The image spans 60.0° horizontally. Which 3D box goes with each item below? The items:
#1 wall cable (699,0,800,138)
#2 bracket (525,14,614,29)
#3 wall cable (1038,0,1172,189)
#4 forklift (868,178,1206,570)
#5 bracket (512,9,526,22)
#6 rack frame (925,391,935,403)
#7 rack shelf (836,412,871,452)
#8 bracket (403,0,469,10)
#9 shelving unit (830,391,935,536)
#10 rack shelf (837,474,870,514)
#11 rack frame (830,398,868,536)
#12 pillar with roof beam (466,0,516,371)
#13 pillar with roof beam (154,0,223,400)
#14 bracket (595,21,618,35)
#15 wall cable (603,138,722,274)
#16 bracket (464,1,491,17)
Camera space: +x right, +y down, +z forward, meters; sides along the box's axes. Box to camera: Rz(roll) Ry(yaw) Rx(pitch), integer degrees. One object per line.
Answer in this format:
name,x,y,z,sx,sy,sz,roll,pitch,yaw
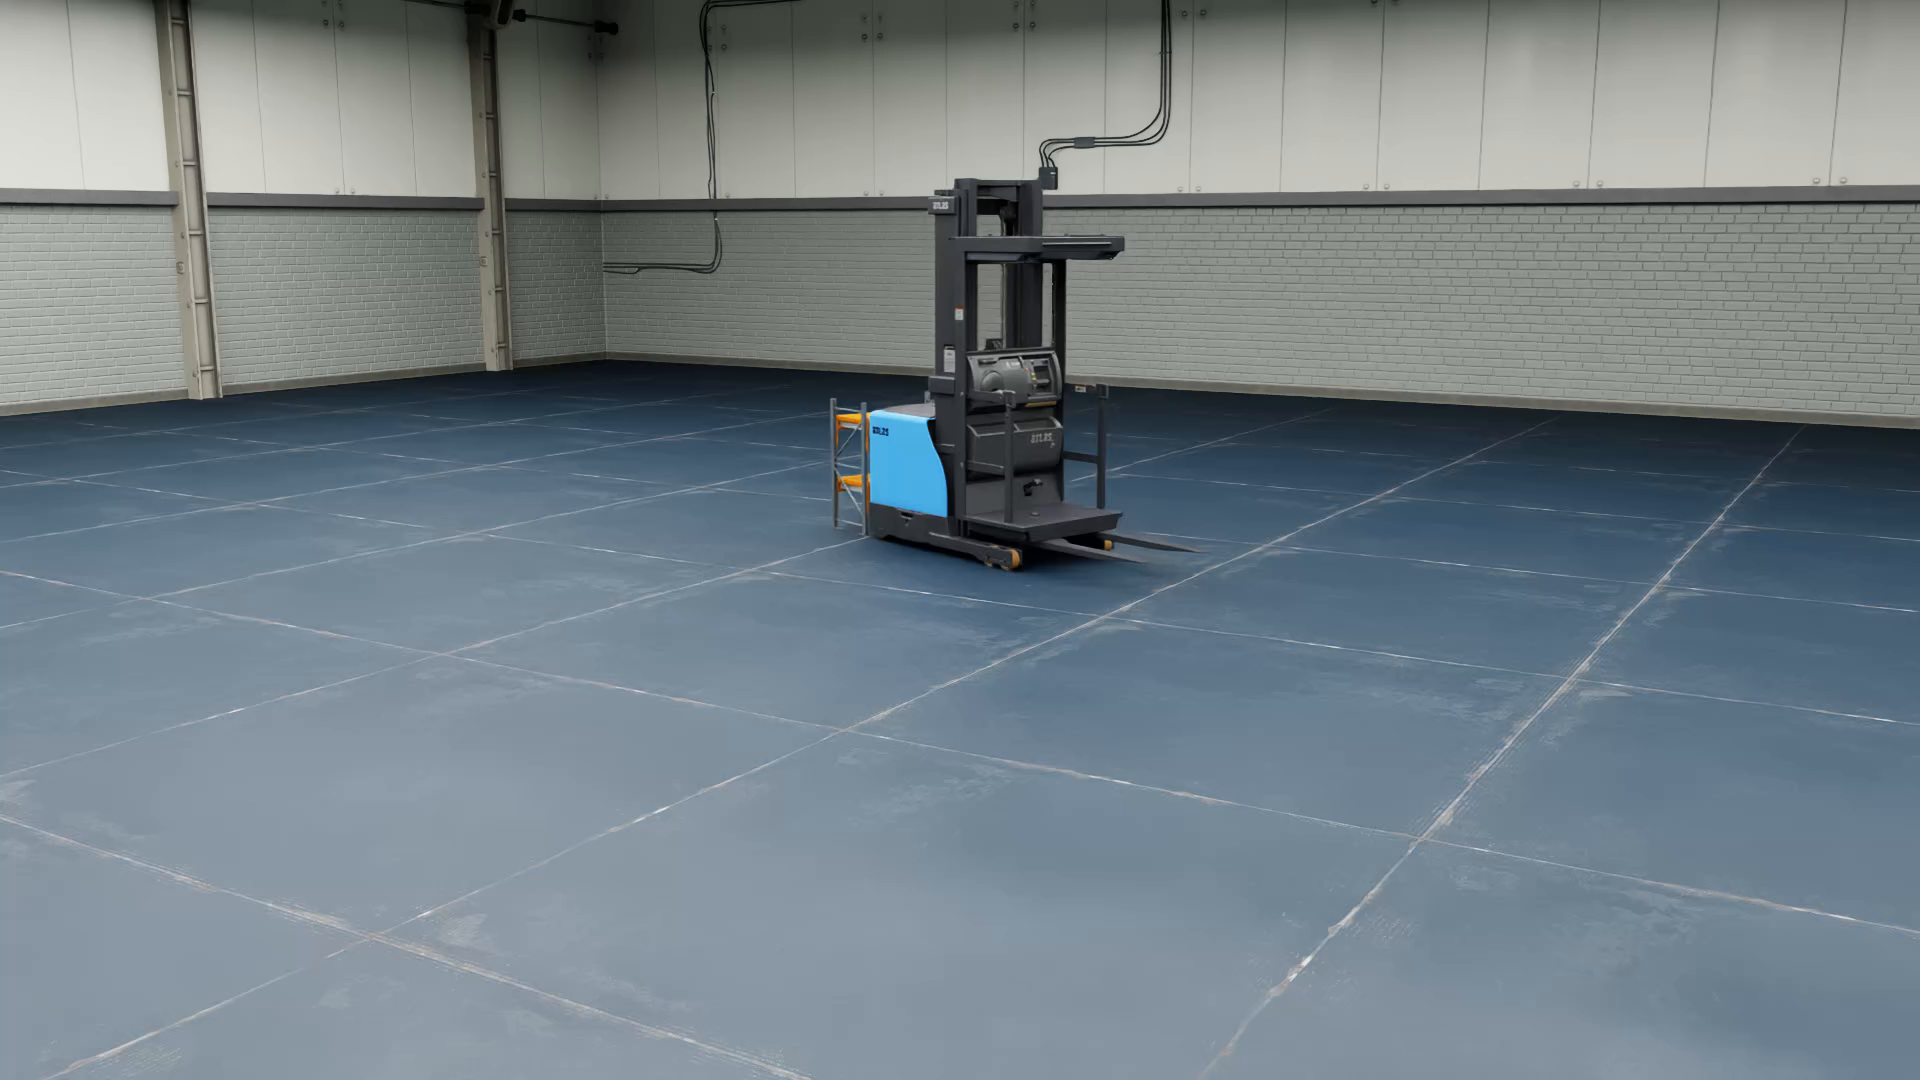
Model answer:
wall cable,-3.494,-8.582,29.970,3.097,2.526,0.112,6,12,31
bracket,-7.024,-9.628,31.061,0.076,0.066,3.189,6,12,31
wall cable,2.299,-8.647,26.359,2.305,6.003,0.169,6,12,31
forklift,0.573,-1.314,12.920,1.130,2.935,3.031,-9,14,-40
bracket,-7.947,-9.348,29.566,0.235,0.232,0.430,6,12,31
rack frame,-0.145,-0.741,14.772,0.032,1.125,0.500,-8,13,-38
rack shelf,-0.544,-0.971,14.409,1.000,0.278,0.538,-8,13,-38
bracket,-9.716,-8.812,26.704,0.076,0.066,4.783,6,12,31
shelving unit,-0.544,-0.683,14.462,1.048,1.125,0.538,-8,13,-38
rack shelf,-0.544,-0.443,14.507,1.000,0.278,0.538,-8,13,-38
rack frame,-0.943,-0.625,14.153,0.032,1.125,0.500,-8,13,-38
pillar with roof beam,-4.787,-7.136,27.533,9.100,9.000,0.548,6,12,31
pillar with roof beam,-7.902,-6.193,22.492,9.100,9.000,0.400,6,12,31
bracket,-6.717,-9.721,31.557,0.235,0.232,0.430,6,12,31
wall cable,-5.807,-6.358,31.815,3.097,2.526,0.112,6,12,31
bracket,-8.378,-9.218,28.868,0.235,0.232,0.430,6,12,31
